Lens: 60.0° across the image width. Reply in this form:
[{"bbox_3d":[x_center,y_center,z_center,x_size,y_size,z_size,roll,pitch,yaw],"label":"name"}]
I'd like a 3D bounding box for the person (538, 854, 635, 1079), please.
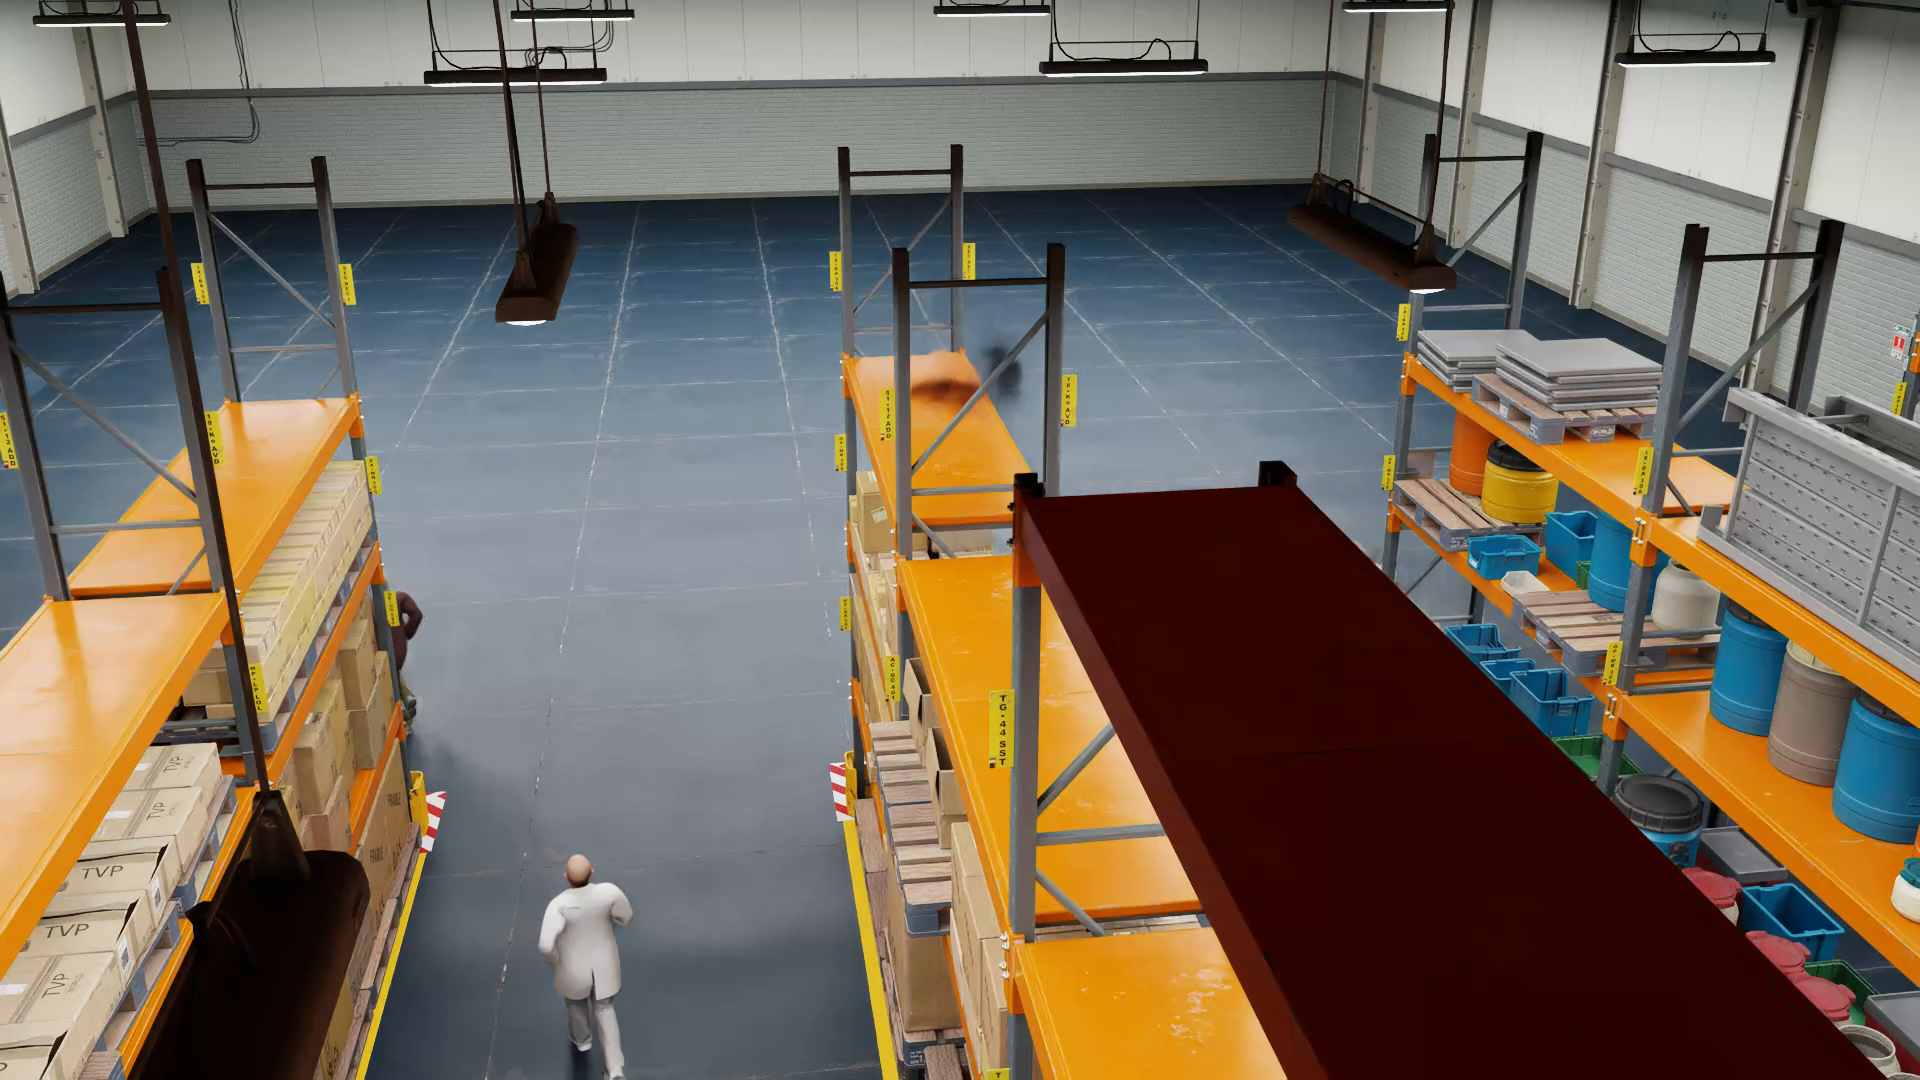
[{"bbox_3d":[-2.607,3.010,11.660,0.708,1.700,1.050,-10,24,-23],"label":"person"}]

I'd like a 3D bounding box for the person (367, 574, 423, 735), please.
[{"bbox_3d":[-5.731,1.083,16.584,0.619,1.719,0.664,20,29,40],"label":"person"}]
